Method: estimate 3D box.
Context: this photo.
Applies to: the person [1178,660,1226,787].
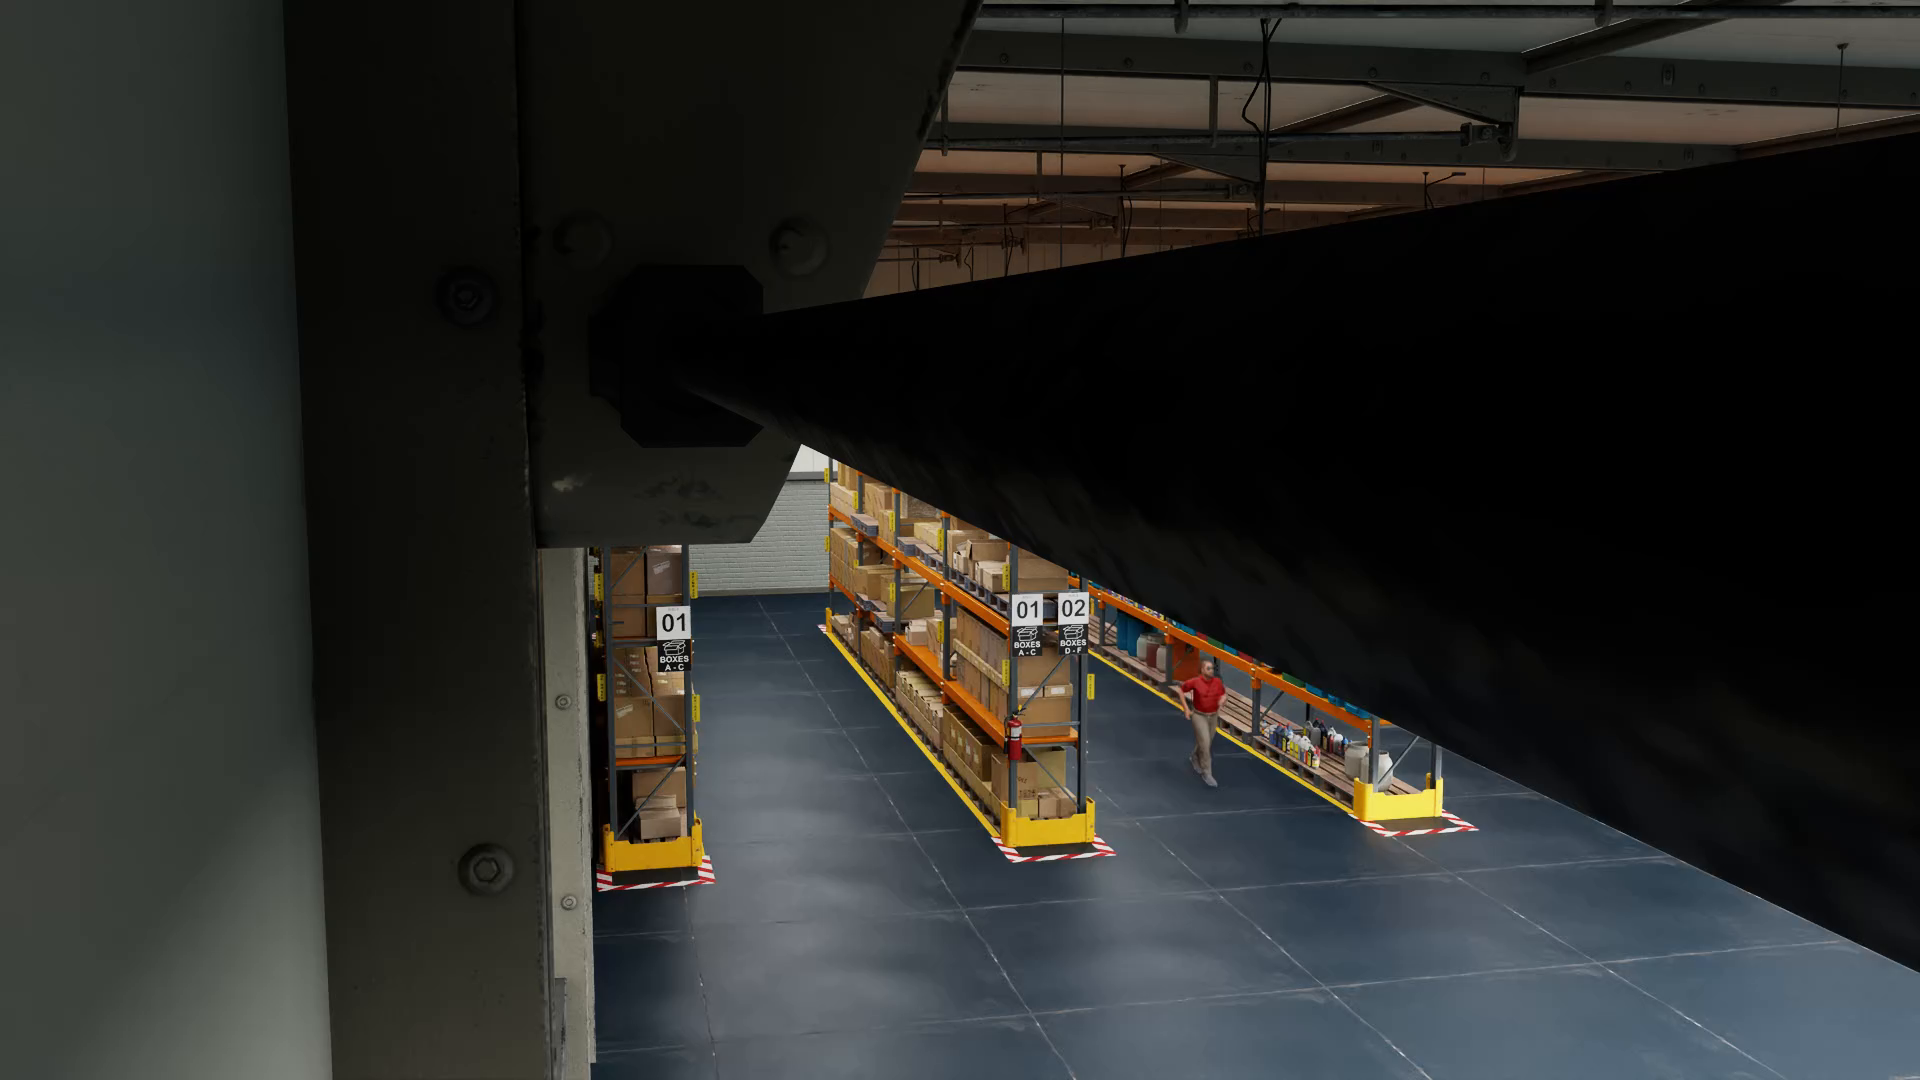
[{"bbox_3d":[3.561,2.605,24.071,0.665,1.746,0.866,-3,7,-25],"label":"person"}]
